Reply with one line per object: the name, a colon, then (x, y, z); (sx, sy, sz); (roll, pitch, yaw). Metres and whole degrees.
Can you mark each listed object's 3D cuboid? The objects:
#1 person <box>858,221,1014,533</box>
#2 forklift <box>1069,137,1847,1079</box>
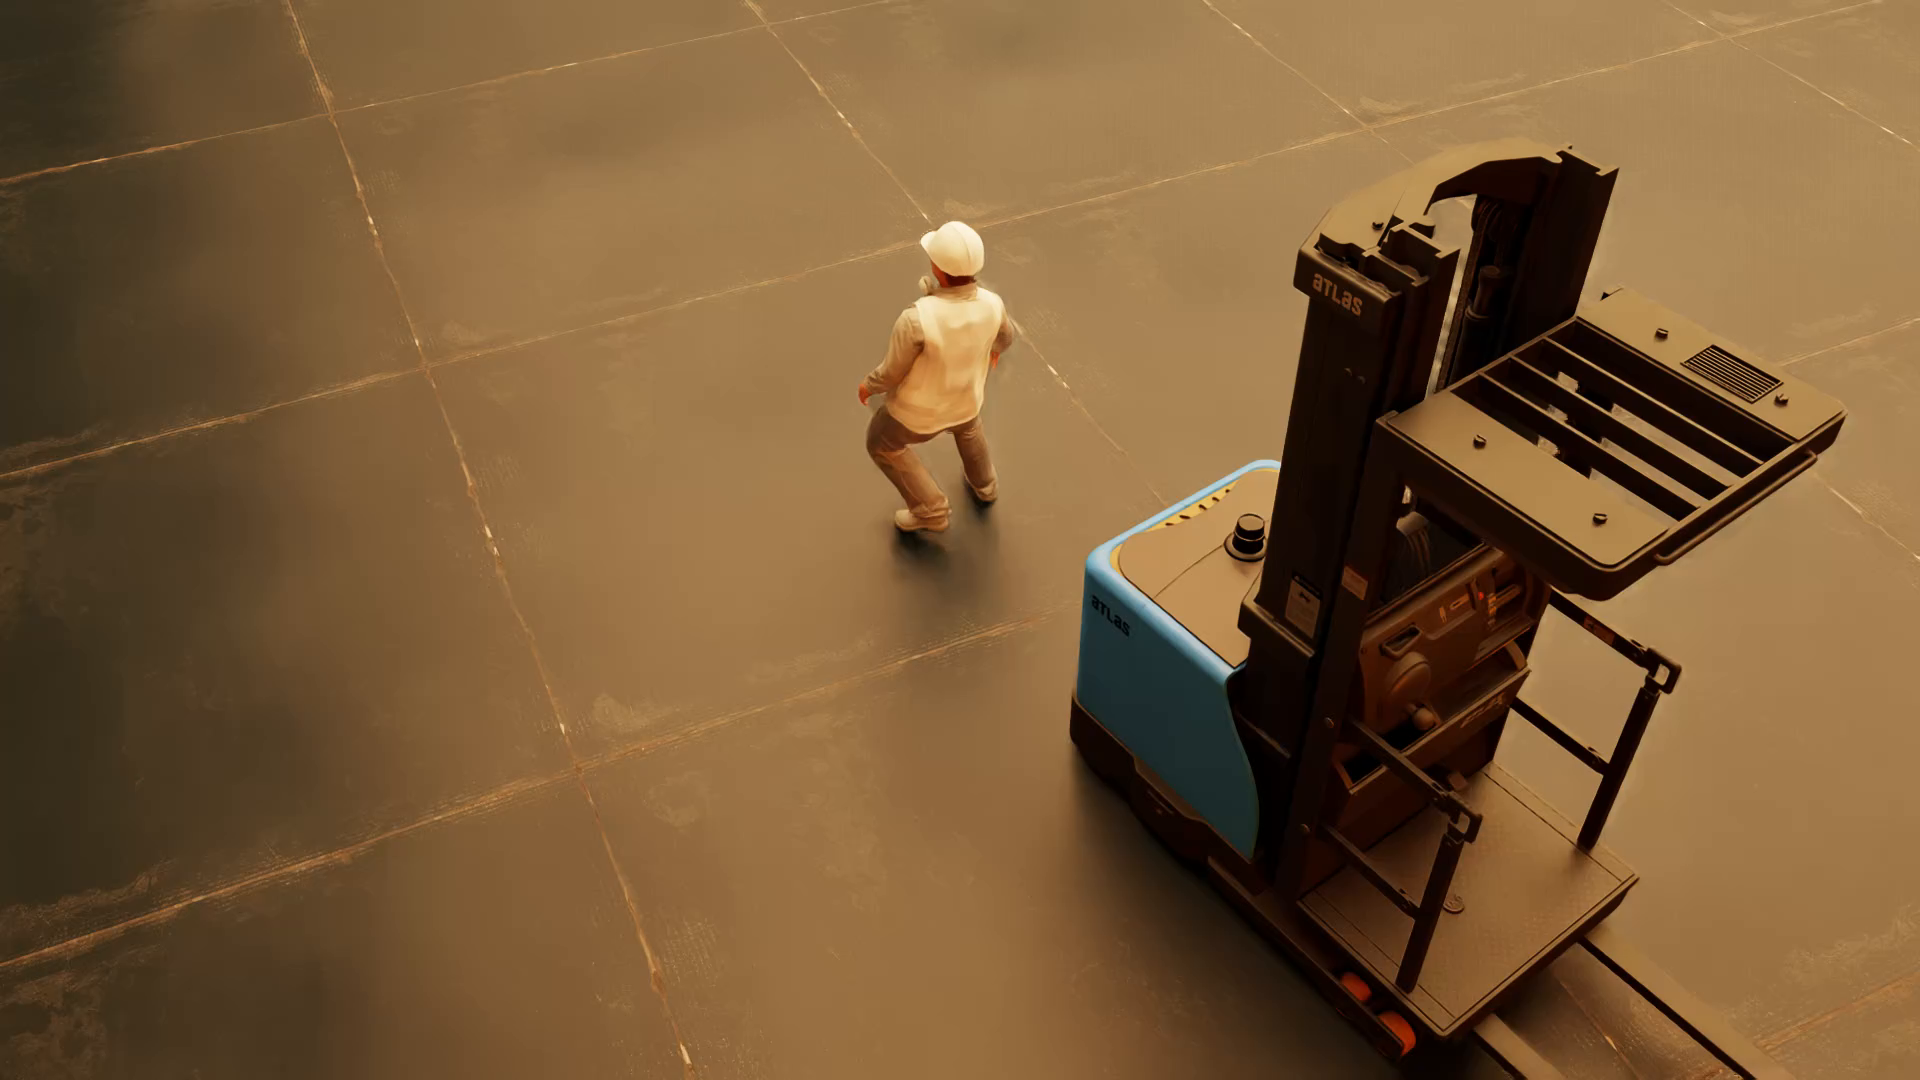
person: (-0.075, -0.712, 7.358); (0.755, 1.688, 0.573); (-21, 47, -21)
forklift: (1.747, 0.366, 5.288); (1.130, 2.935, 3.031); (-28, 50, -26)
